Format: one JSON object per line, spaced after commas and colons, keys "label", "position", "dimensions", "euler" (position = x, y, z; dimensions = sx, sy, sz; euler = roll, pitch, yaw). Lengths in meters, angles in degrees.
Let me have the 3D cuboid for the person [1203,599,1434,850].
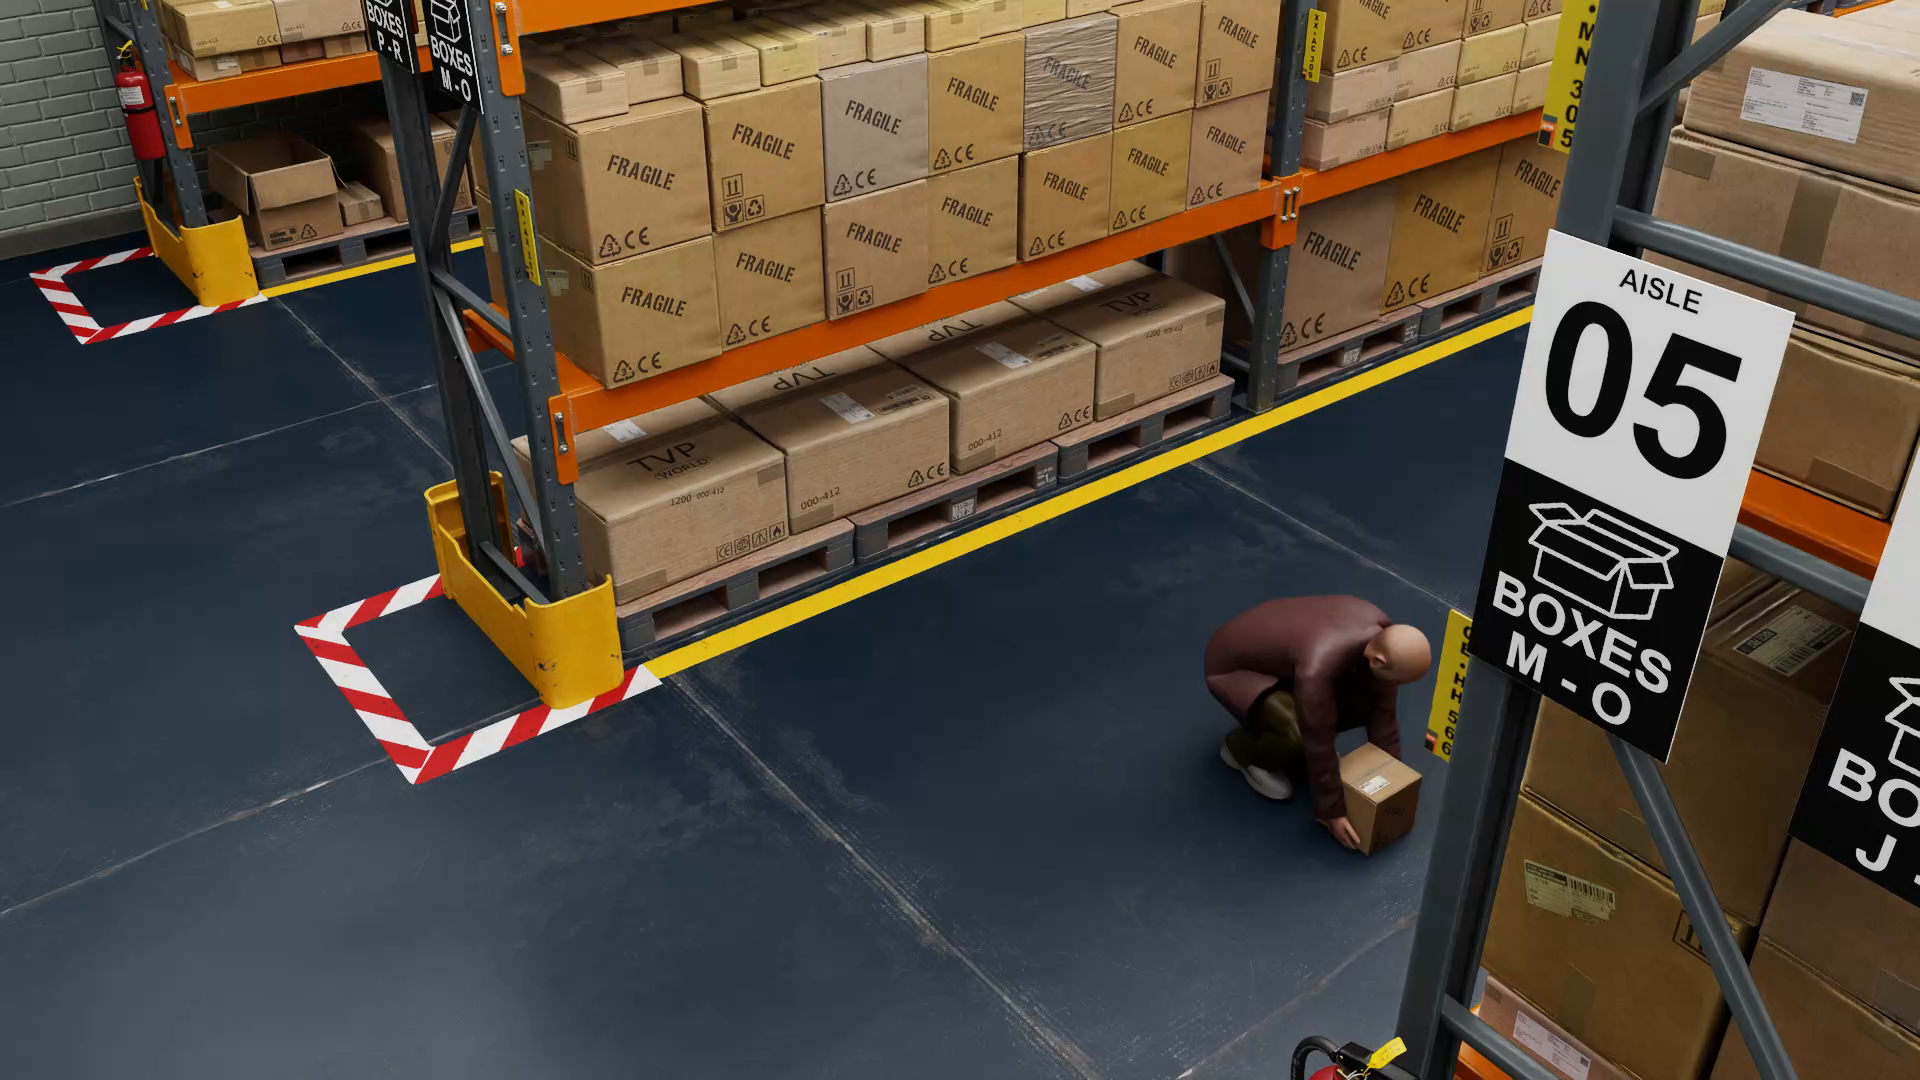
{"label": "person", "position": [1.296, 0.608, 6.173], "dimensions": [0.580, 0.904, 0.894], "euler": [-23, 38, -32]}
